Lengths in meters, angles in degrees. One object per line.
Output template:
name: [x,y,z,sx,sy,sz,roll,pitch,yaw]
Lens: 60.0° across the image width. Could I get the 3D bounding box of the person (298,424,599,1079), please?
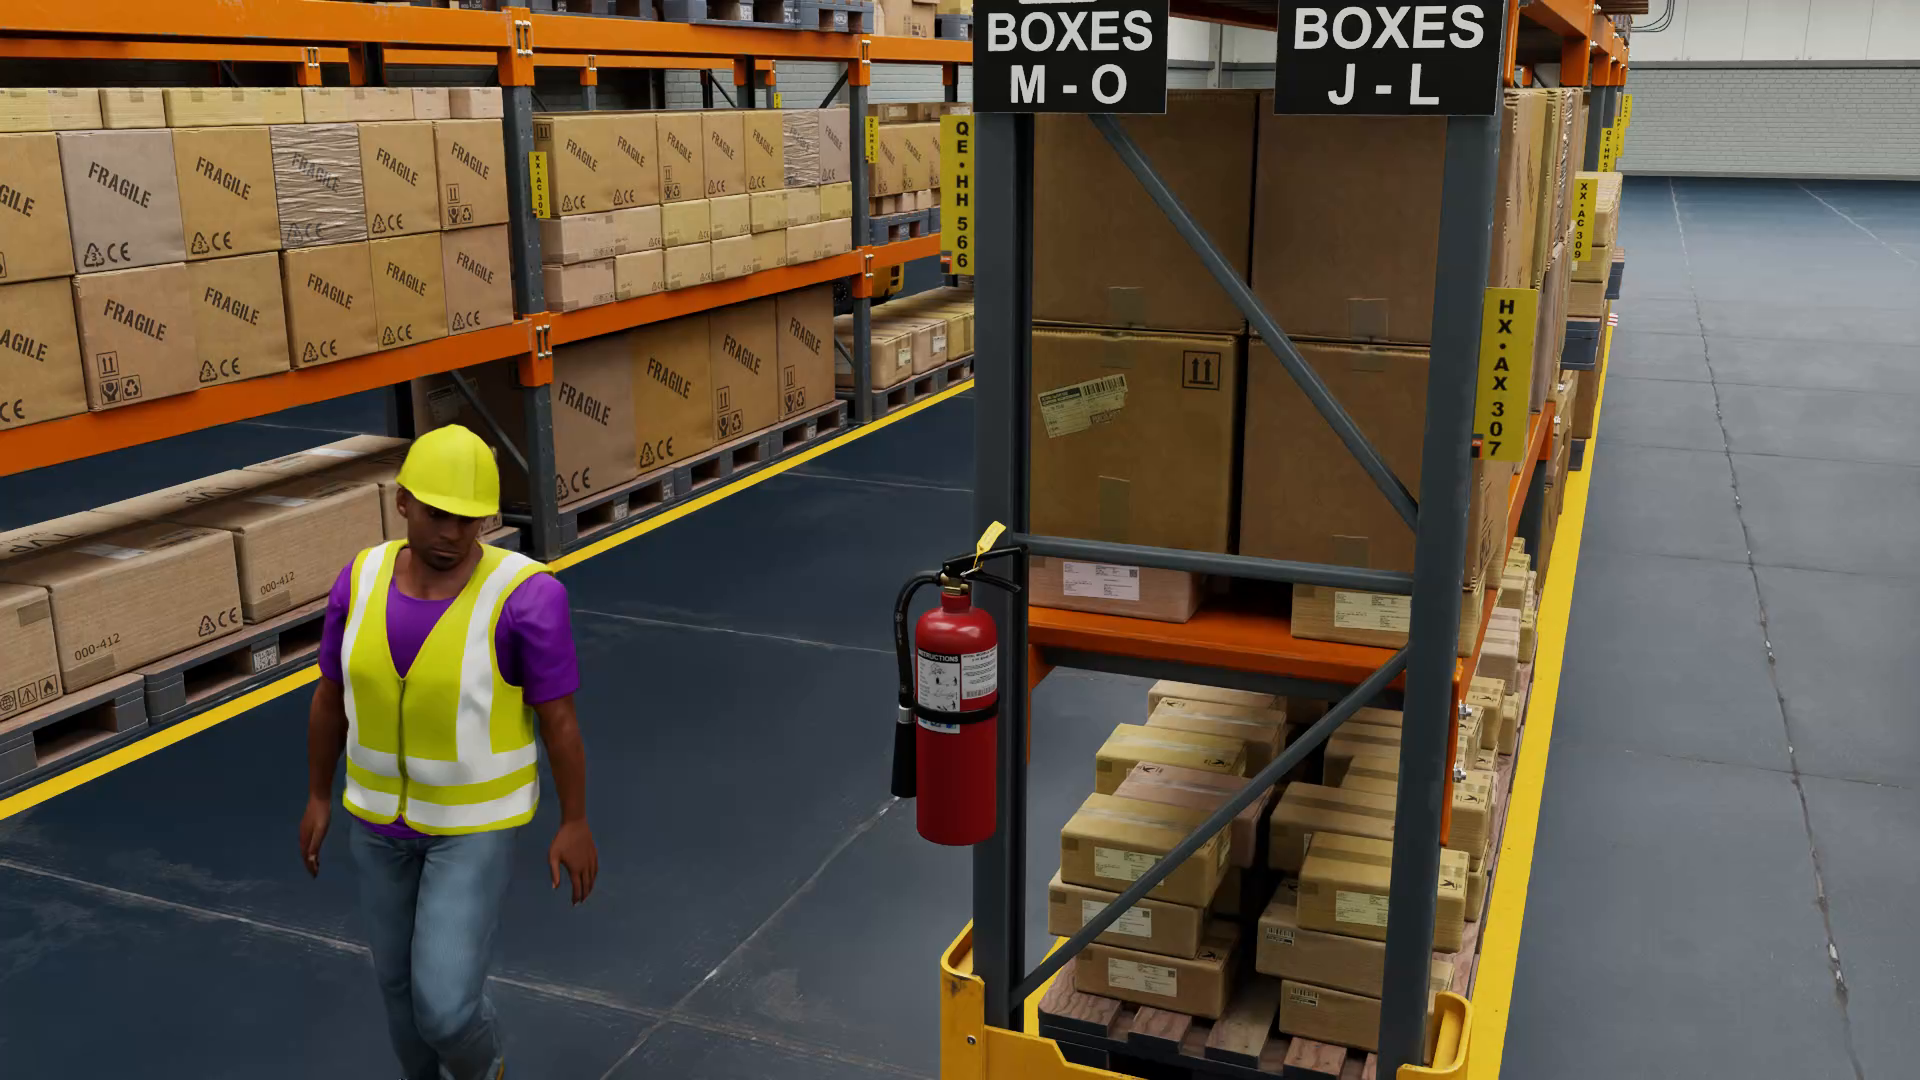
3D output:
person: [-1.166,0.625,3.644,0.673,1.762,0.474,4,16,15]
